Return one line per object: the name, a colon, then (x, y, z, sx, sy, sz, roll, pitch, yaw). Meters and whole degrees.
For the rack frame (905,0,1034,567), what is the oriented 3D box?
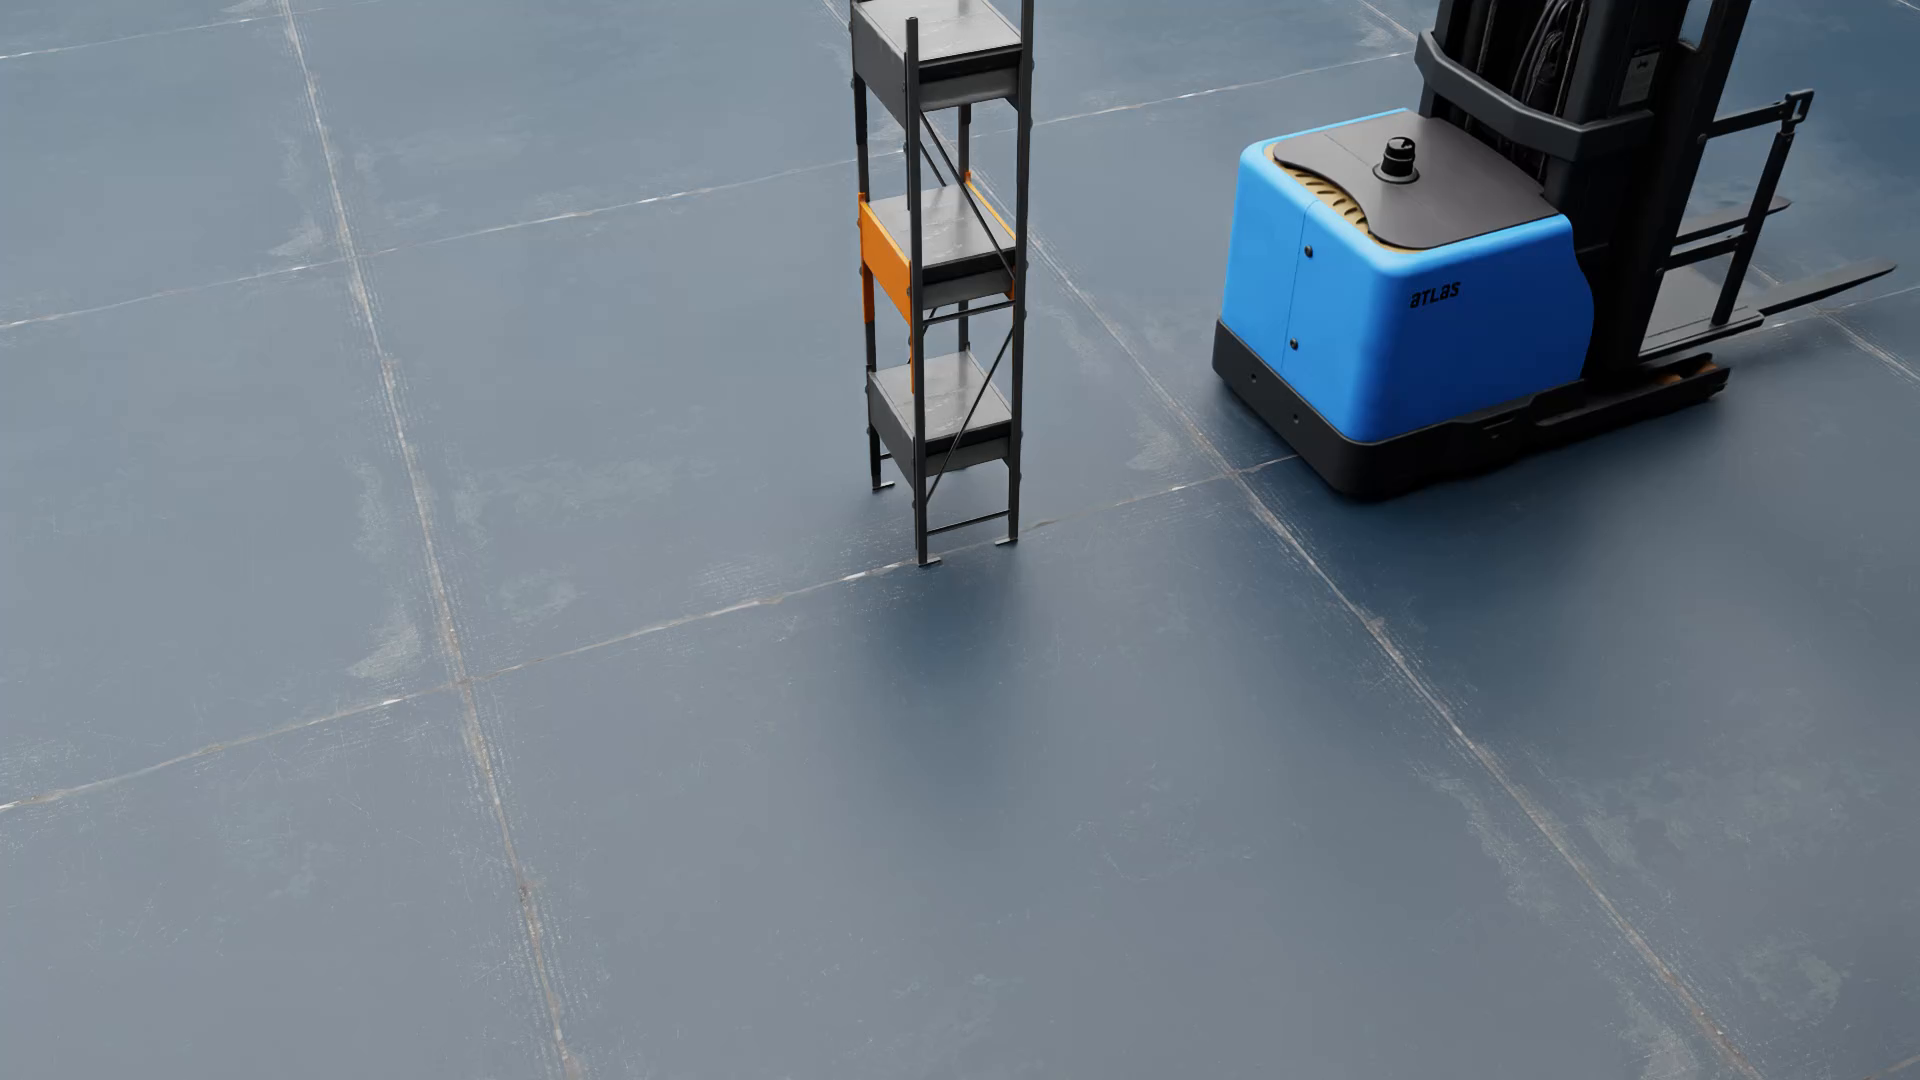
rack frame: (0.030, -0.749, 5.510, 0.400, 2.100, 0.015, -15, 43, -17)

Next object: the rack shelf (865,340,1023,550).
rack shelf: (-0.063, -0.355, 6.147, 0.431, 0.518, 0.480, -15, 43, -17)

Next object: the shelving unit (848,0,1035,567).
shelving unit: (-0.063, -0.896, 5.681, 0.431, 2.100, 0.503, -15, 43, -17)

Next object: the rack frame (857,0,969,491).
rack frame: (-0.157, -1.043, 5.852, 0.400, 2.100, 0.015, -15, 43, -17)

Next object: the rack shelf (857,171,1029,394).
rack shelf: (-0.063, -0.886, 5.690, 0.431, 0.518, 0.480, -15, 43, -17)

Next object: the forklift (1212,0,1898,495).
forklift: (2.618, -1.933, 6.250, 3.031, 2.935, 1.130, -17, 44, -19)

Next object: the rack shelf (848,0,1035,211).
rack shelf: (-0.063, -1.416, 5.234, 0.431, 0.518, 0.480, -15, 43, -17)
